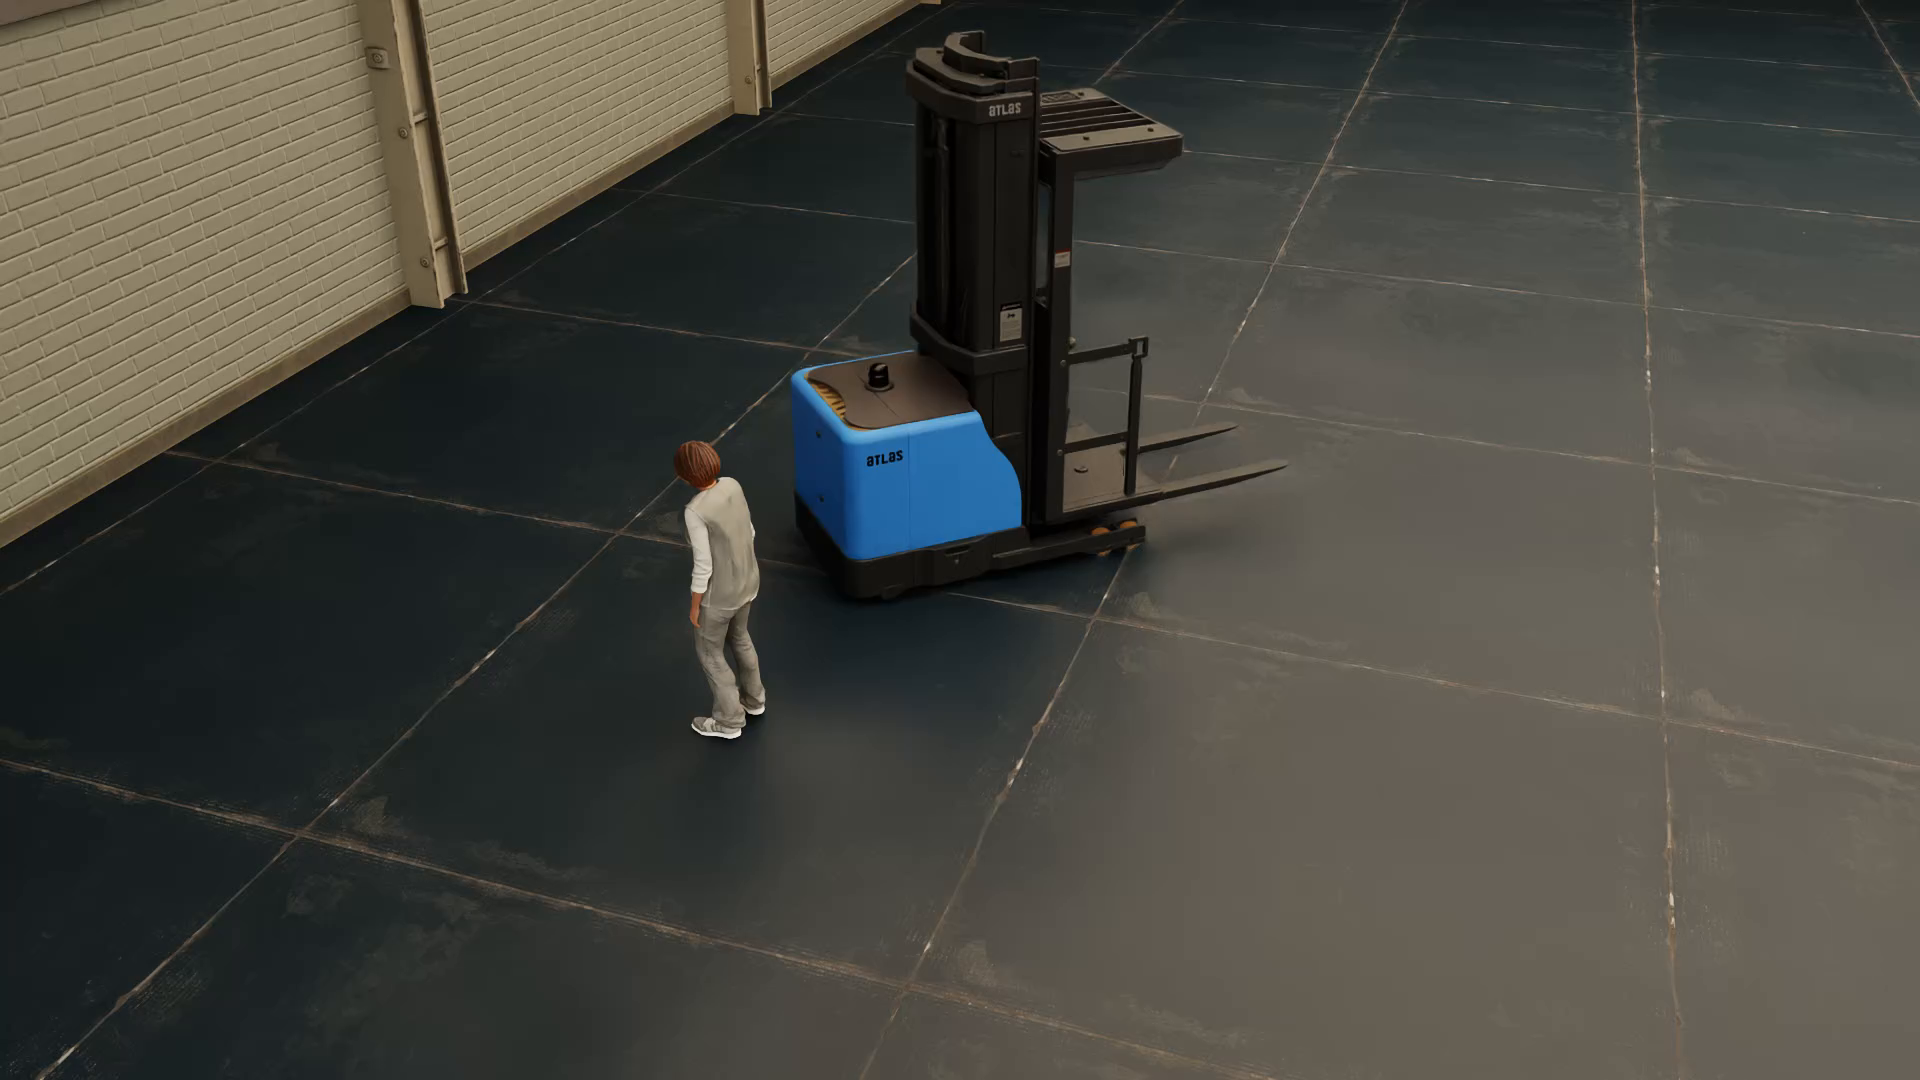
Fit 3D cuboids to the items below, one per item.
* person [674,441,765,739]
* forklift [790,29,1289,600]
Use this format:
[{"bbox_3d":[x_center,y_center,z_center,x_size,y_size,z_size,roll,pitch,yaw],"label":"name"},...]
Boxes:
[{"bbox_3d":[-1.156,0.244,8.061,0.348,1.592,0.472,15,33,24],"label":"person"},{"bbox_3d":[0.561,-1.406,9.603,3.031,2.935,1.130,-12,32,-21],"label":"forklift"}]
